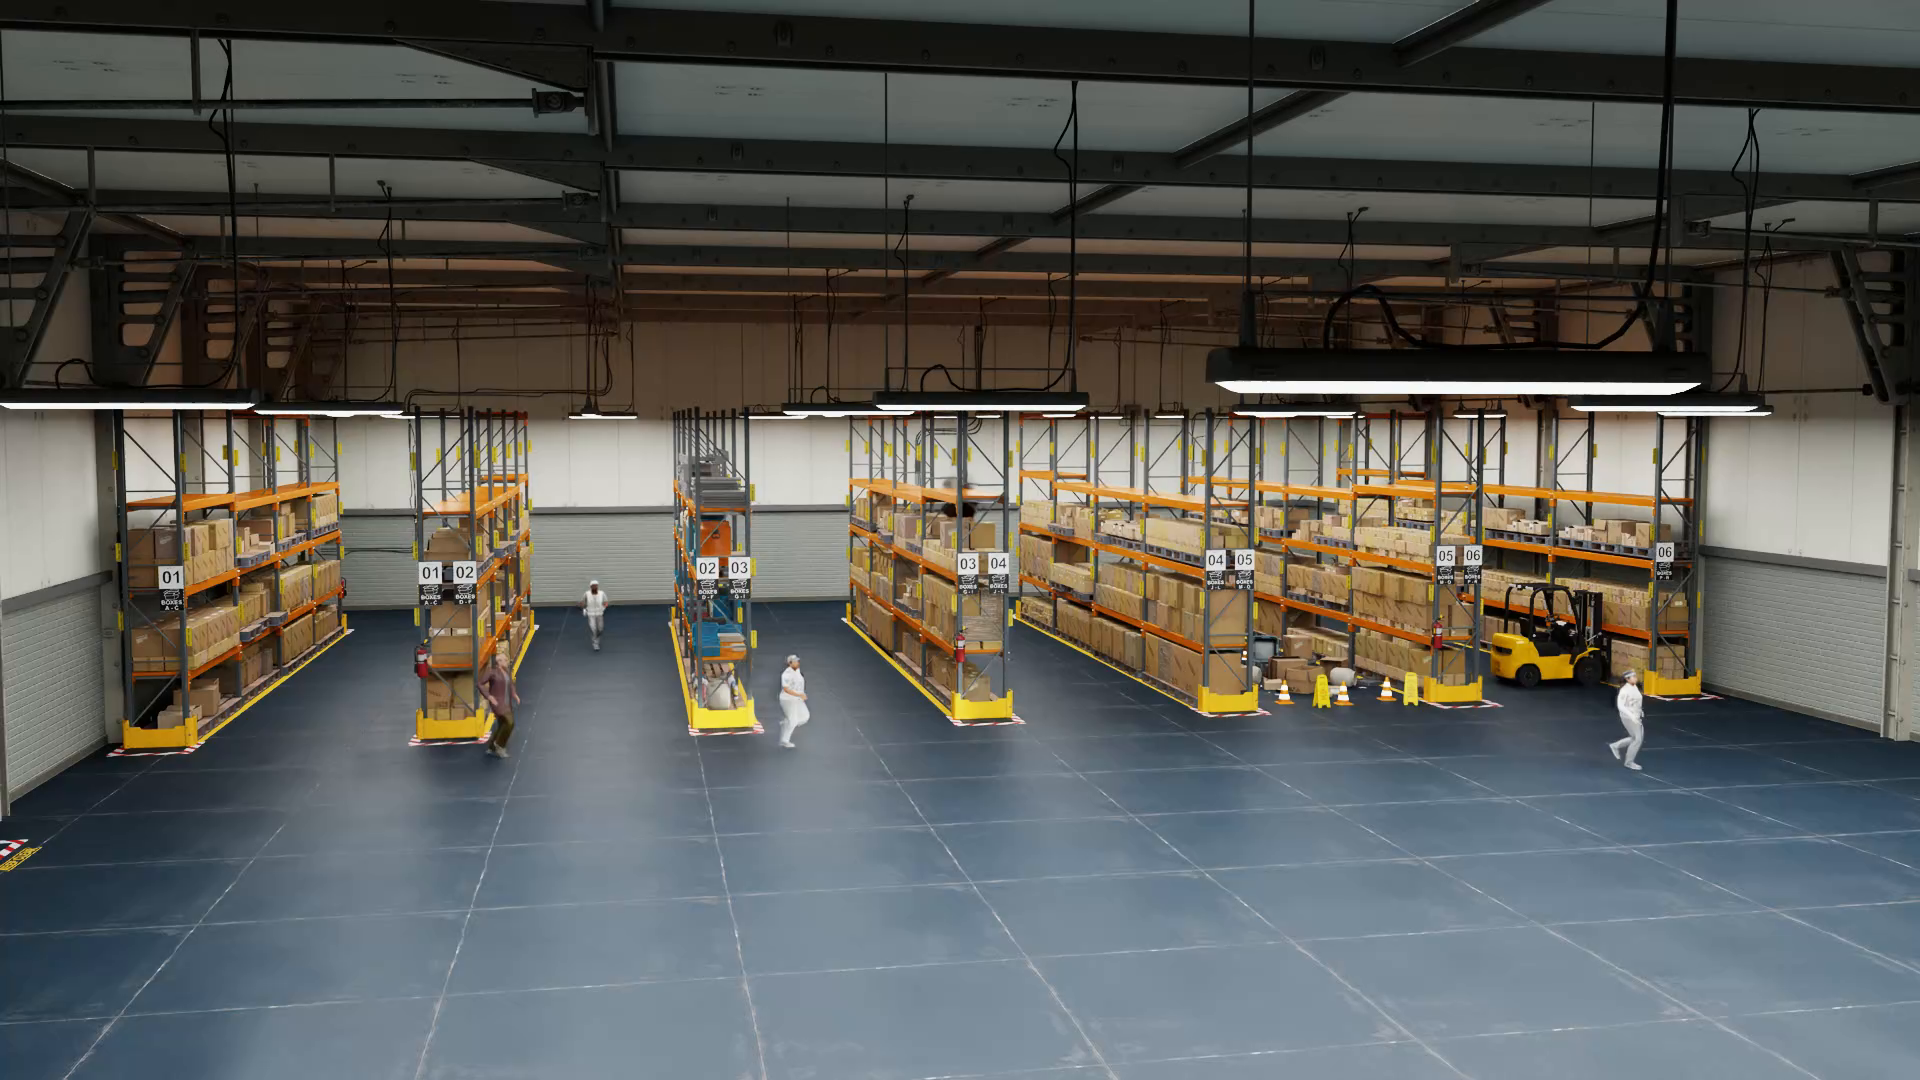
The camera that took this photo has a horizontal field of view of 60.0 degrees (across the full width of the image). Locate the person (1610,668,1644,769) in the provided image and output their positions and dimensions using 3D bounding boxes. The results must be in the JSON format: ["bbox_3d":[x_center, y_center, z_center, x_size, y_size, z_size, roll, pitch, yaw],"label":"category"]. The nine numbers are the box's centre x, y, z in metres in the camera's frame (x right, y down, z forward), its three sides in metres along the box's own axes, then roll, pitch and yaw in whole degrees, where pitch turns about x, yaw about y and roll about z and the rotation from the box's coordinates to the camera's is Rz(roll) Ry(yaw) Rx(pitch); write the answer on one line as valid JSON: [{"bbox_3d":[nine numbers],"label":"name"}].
[{"bbox_3d":[11.067,2.944,27.546,0.497,1.673,0.616,3,5,41],"label":"person"}]

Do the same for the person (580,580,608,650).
[{"bbox_3d":[-9.178,1.880,41.778,0.683,1.746,0.730,-1,4,-19],"label":"person"}]

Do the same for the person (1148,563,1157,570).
[{"bbox_3d":[5.768,1.234,50.791,0.880,1.786,0.670,-1,4,-8],"label":"person"}]

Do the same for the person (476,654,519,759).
[{"bbox_3d":[-7.816,2.836,28.348,0.675,1.772,0.726,2,4,23],"label":"person"}]

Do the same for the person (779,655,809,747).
[{"bbox_3d":[-2.923,2.831,29.358,0.617,1.629,0.637,2,4,25],"label":"person"}]
